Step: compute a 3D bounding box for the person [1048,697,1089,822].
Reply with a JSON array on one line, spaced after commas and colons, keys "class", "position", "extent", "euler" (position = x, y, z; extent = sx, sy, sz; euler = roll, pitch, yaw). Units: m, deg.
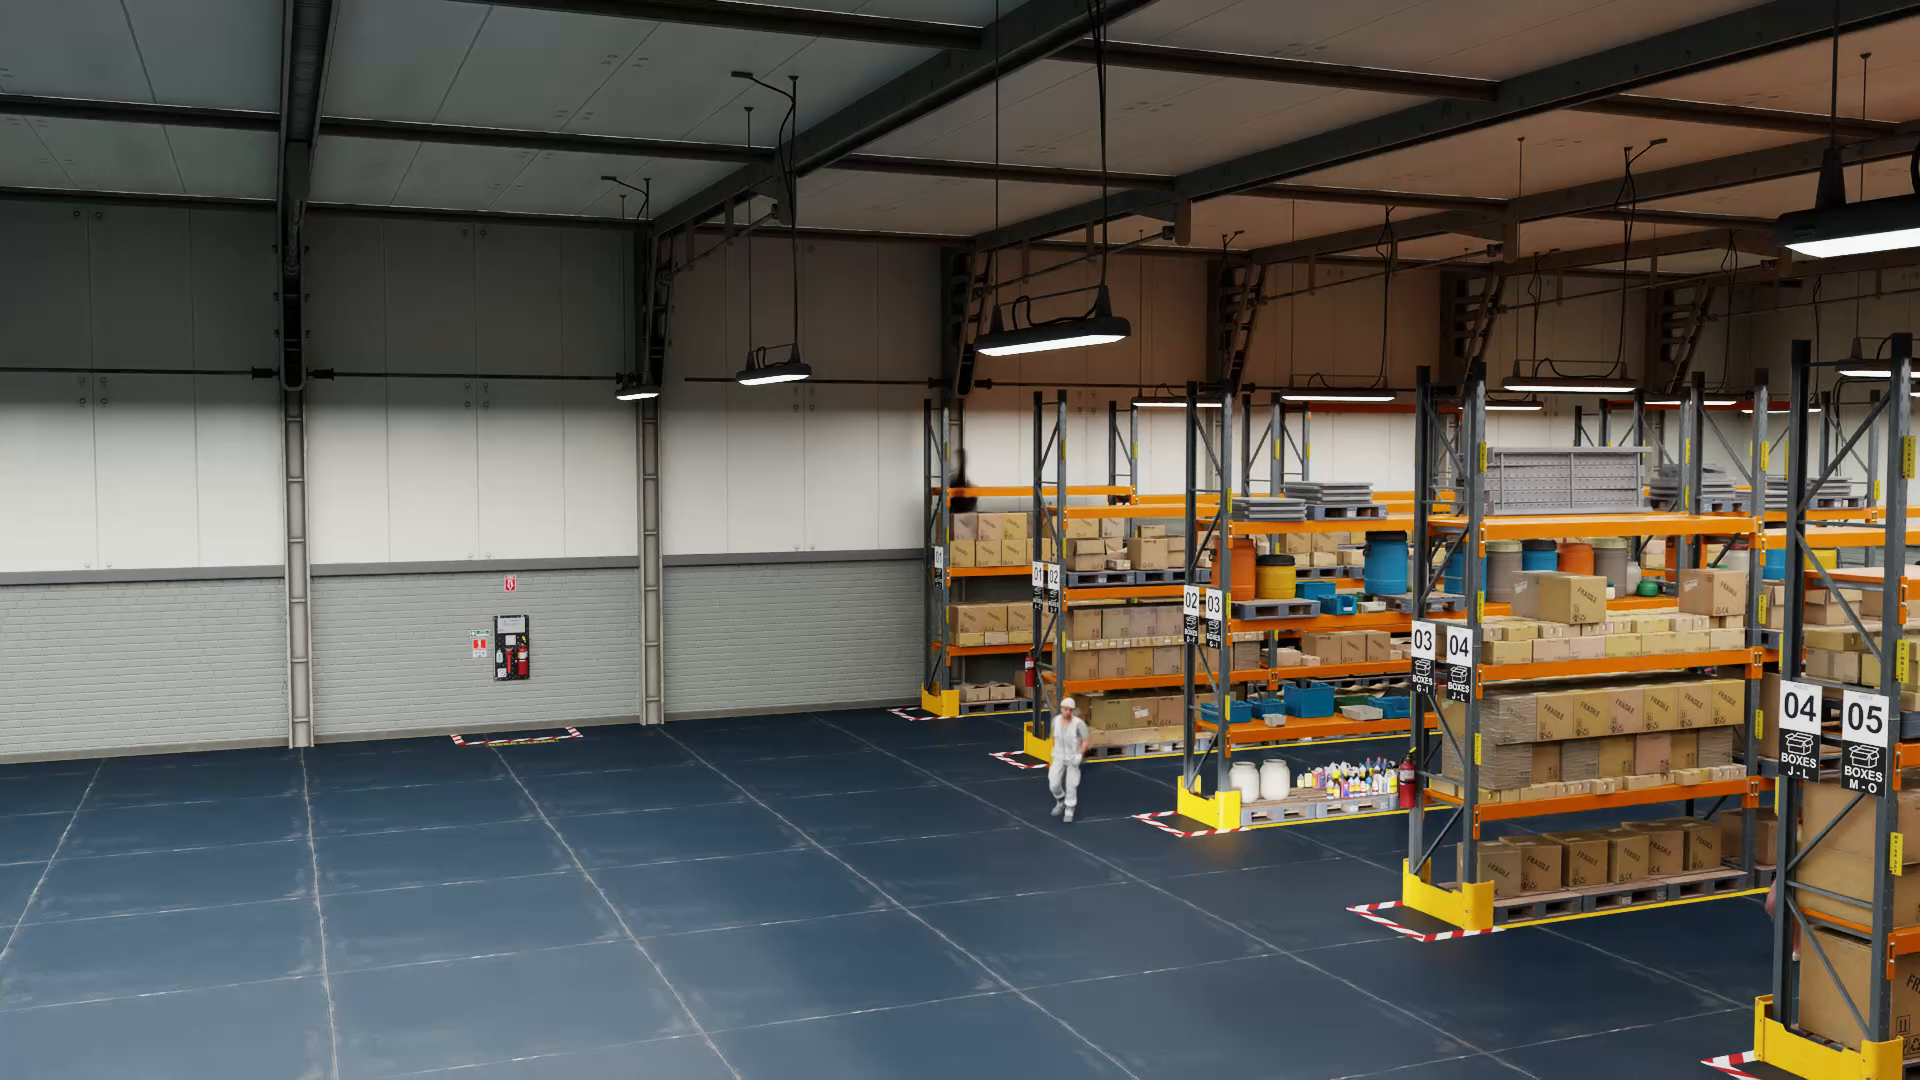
[{"class": "person", "position": [1.436, 2.970, 22.387], "extent": [0.655, 1.740, 0.809], "euler": [1, 4, 20]}]

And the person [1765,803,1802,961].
[{"class": "person", "position": [8.329, 3.375, 16.534], "extent": [0.552, 1.624, 0.619], "euler": [-1, 4, -17]}]
